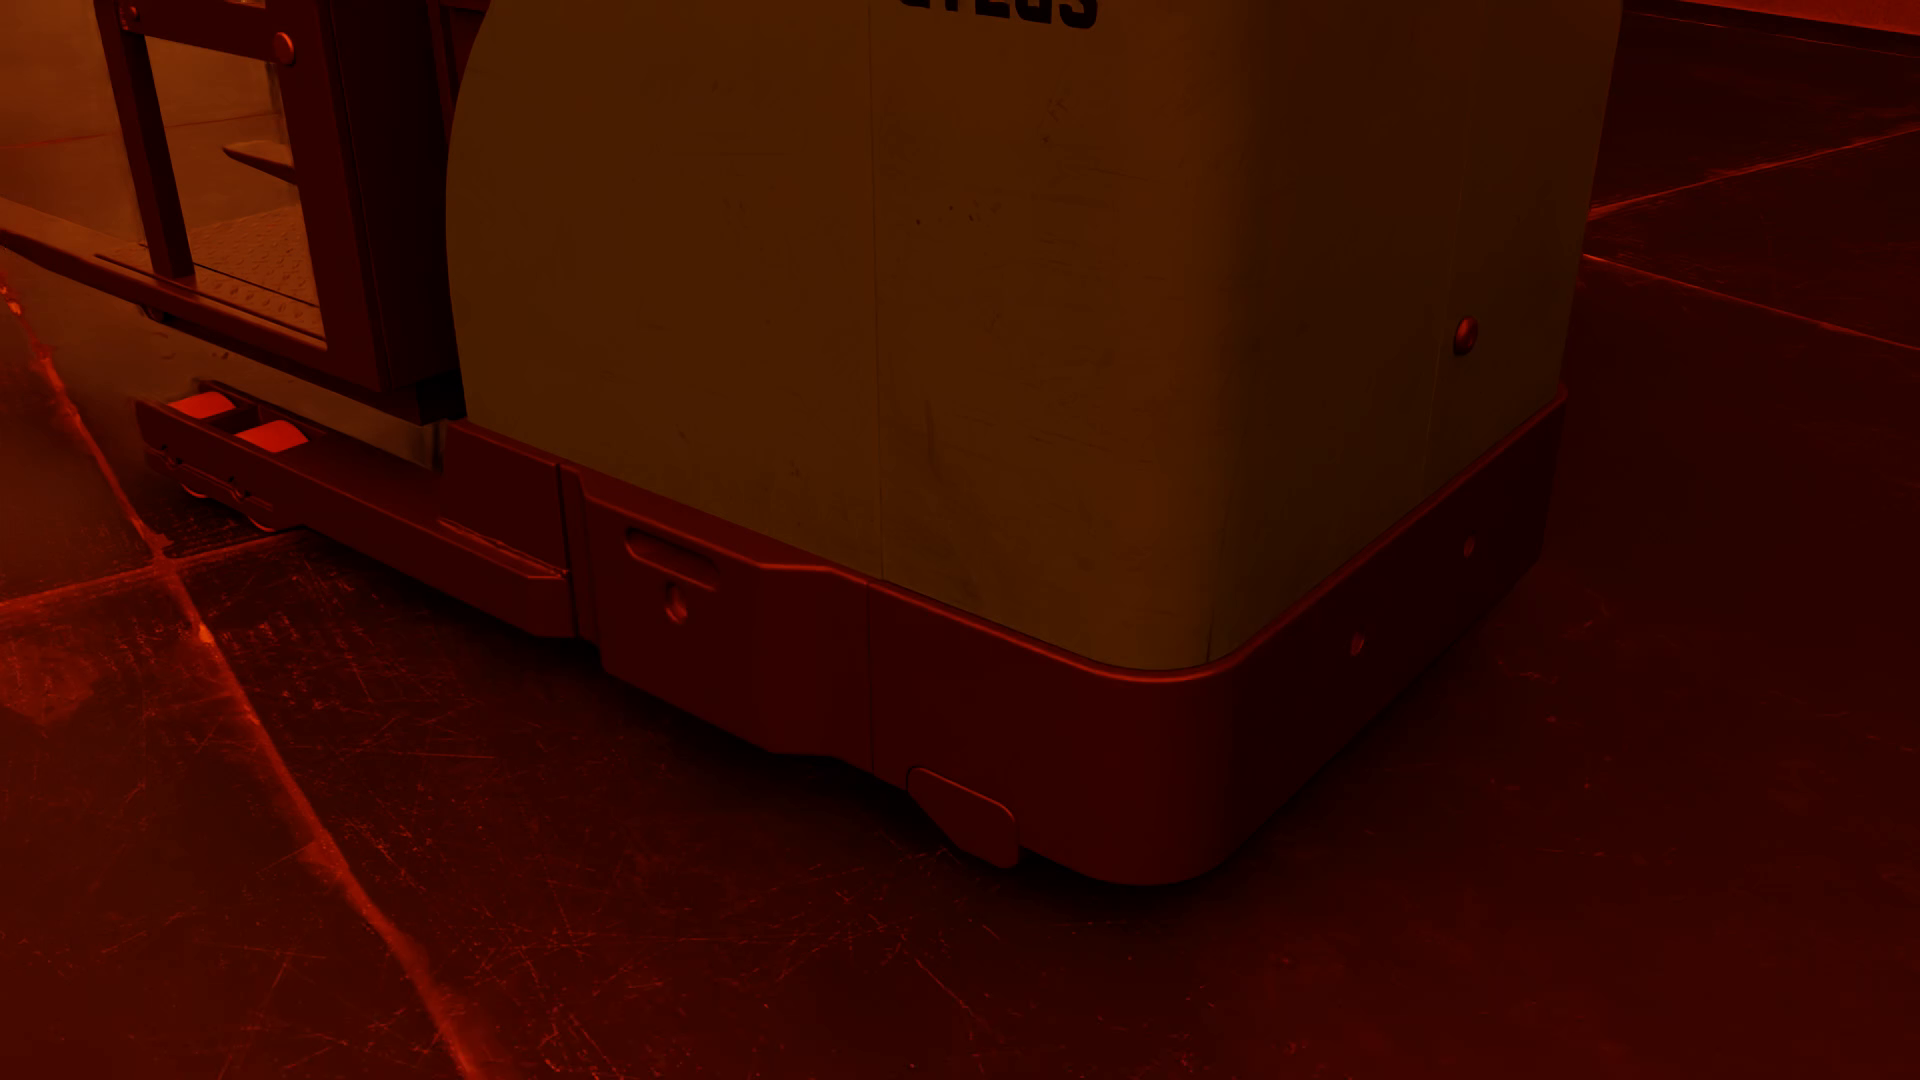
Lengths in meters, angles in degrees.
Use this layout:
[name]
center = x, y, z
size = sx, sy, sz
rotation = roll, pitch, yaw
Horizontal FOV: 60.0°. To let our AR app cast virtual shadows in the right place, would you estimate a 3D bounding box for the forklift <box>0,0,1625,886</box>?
[forklift]
center = -0.662, -1.487, 2.195
size = 3.031, 2.935, 1.130
rotation = 20, 33, 34
